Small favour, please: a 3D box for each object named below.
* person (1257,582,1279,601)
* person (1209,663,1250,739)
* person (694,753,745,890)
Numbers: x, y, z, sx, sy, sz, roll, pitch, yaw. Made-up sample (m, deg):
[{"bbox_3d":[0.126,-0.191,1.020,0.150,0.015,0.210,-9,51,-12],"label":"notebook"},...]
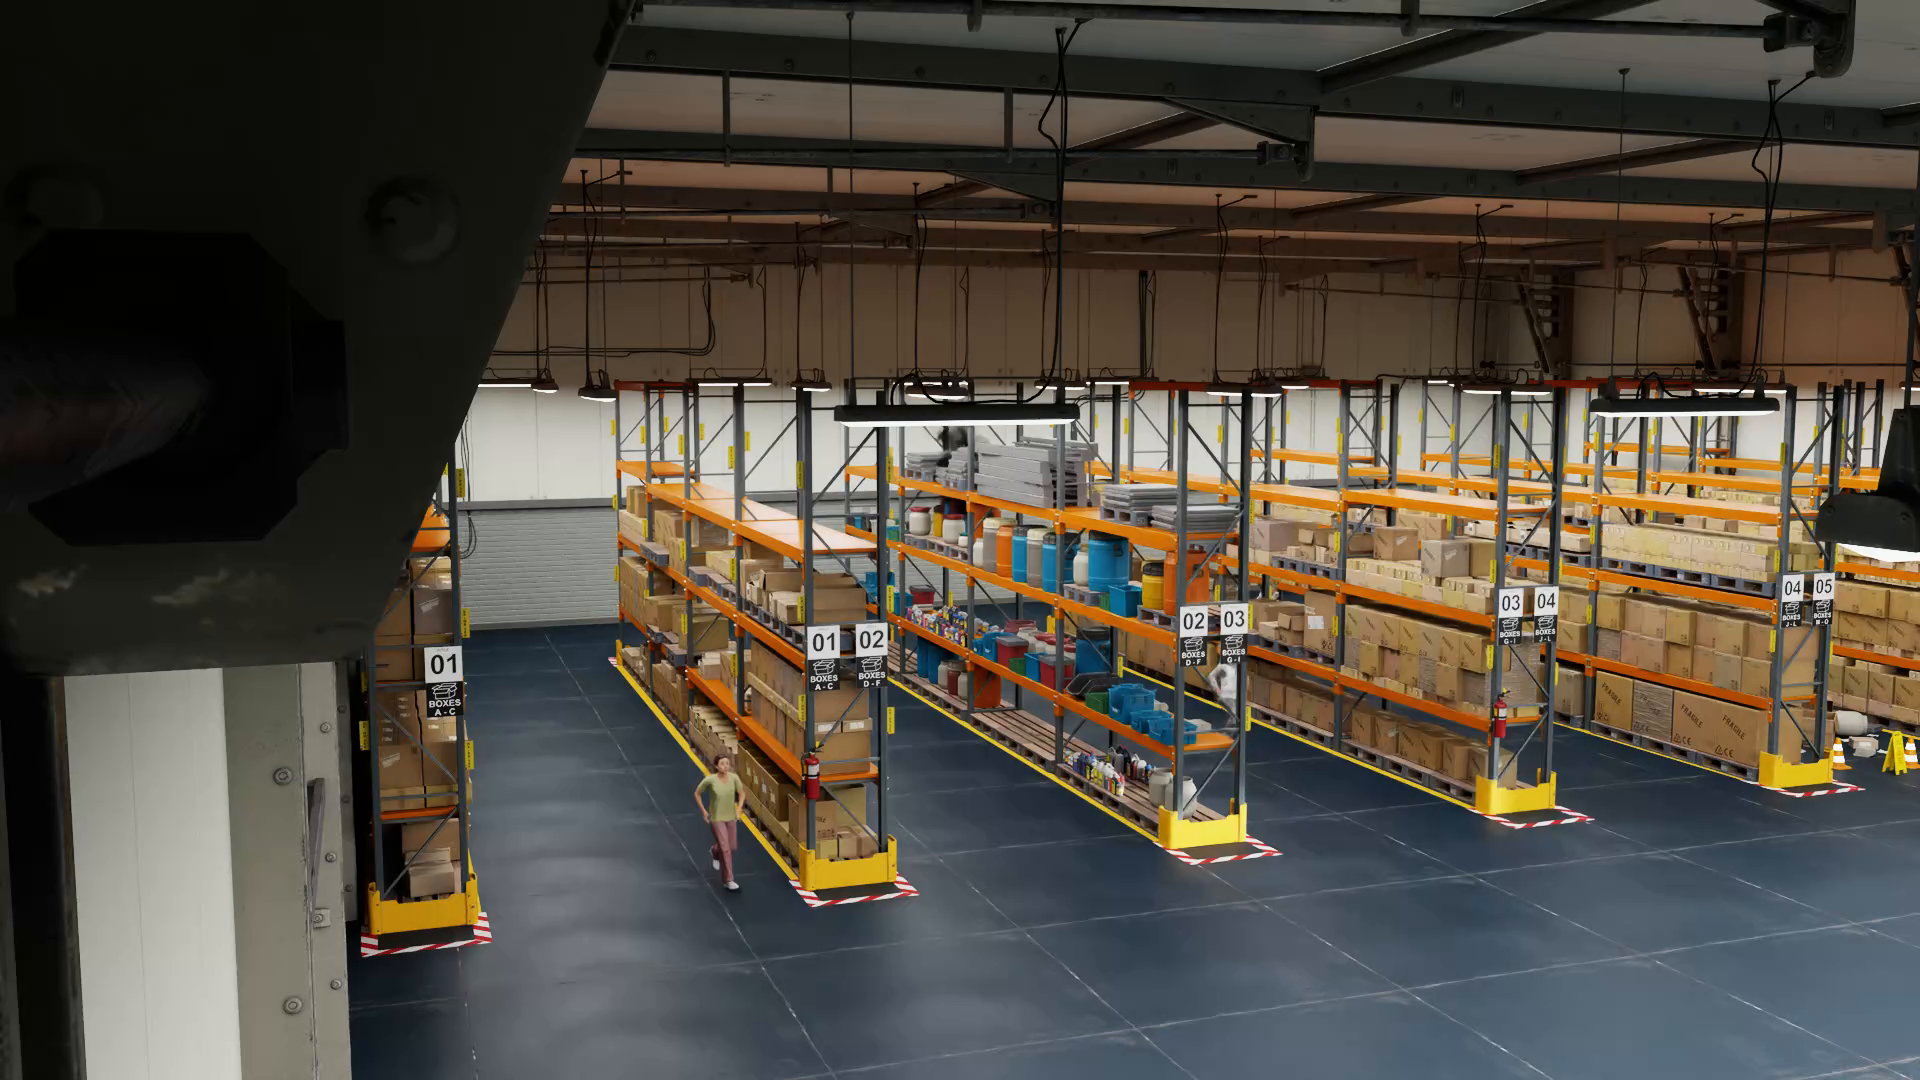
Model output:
[{"bbox_3d":[6.707,1.681,36.681,0.636,1.632,0.924,-3,7,-28],"label":"person"},{"bbox_3d":[4.489,2.571,27.266,0.639,1.736,0.651,-3,7,-29],"label":"person"},{"bbox_3d":[-2.917,3.376,20.193,0.612,1.640,0.771,-3,7,-28],"label":"person"}]
